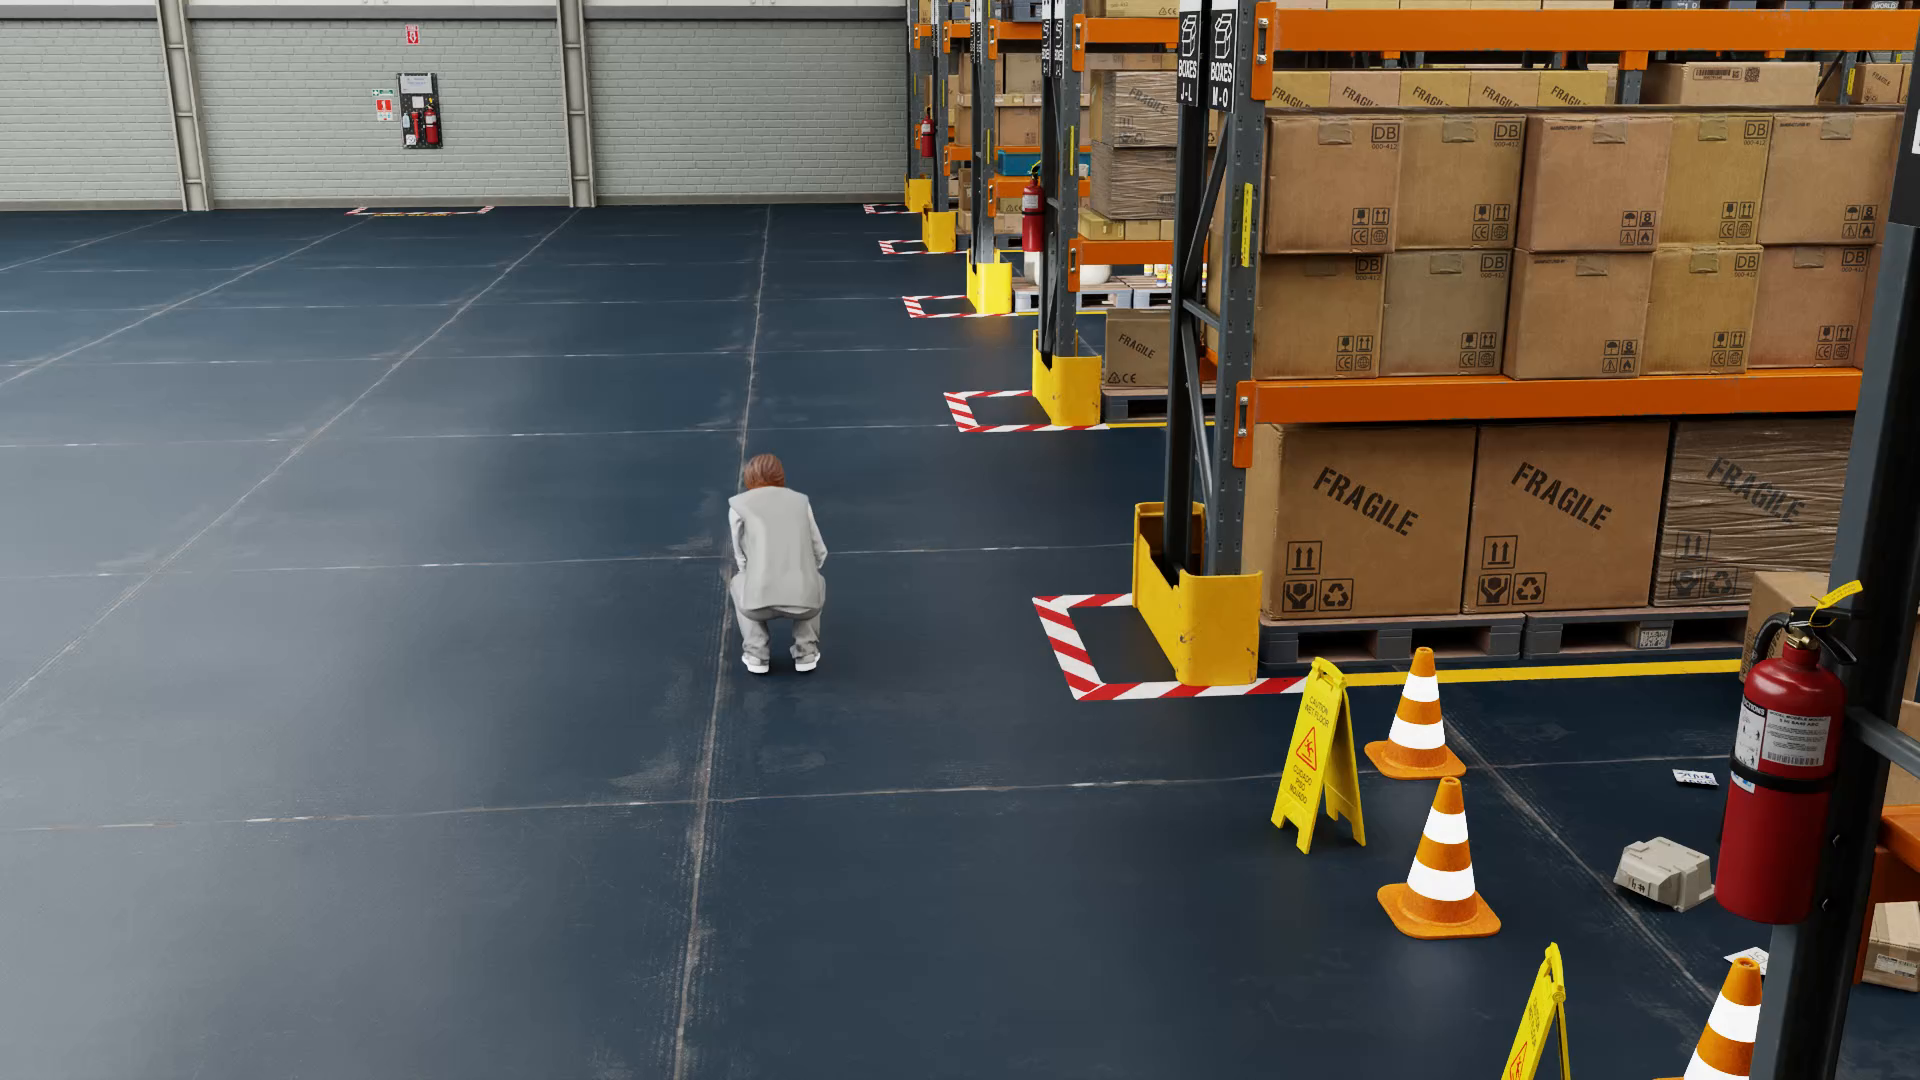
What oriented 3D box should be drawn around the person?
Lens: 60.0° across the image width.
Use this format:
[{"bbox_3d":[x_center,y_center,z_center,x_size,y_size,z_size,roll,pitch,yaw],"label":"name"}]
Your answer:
[{"bbox_3d":[-0.814,0.099,7.448,0.449,0.898,0.803,-2,17,-6],"label":"person"}]
